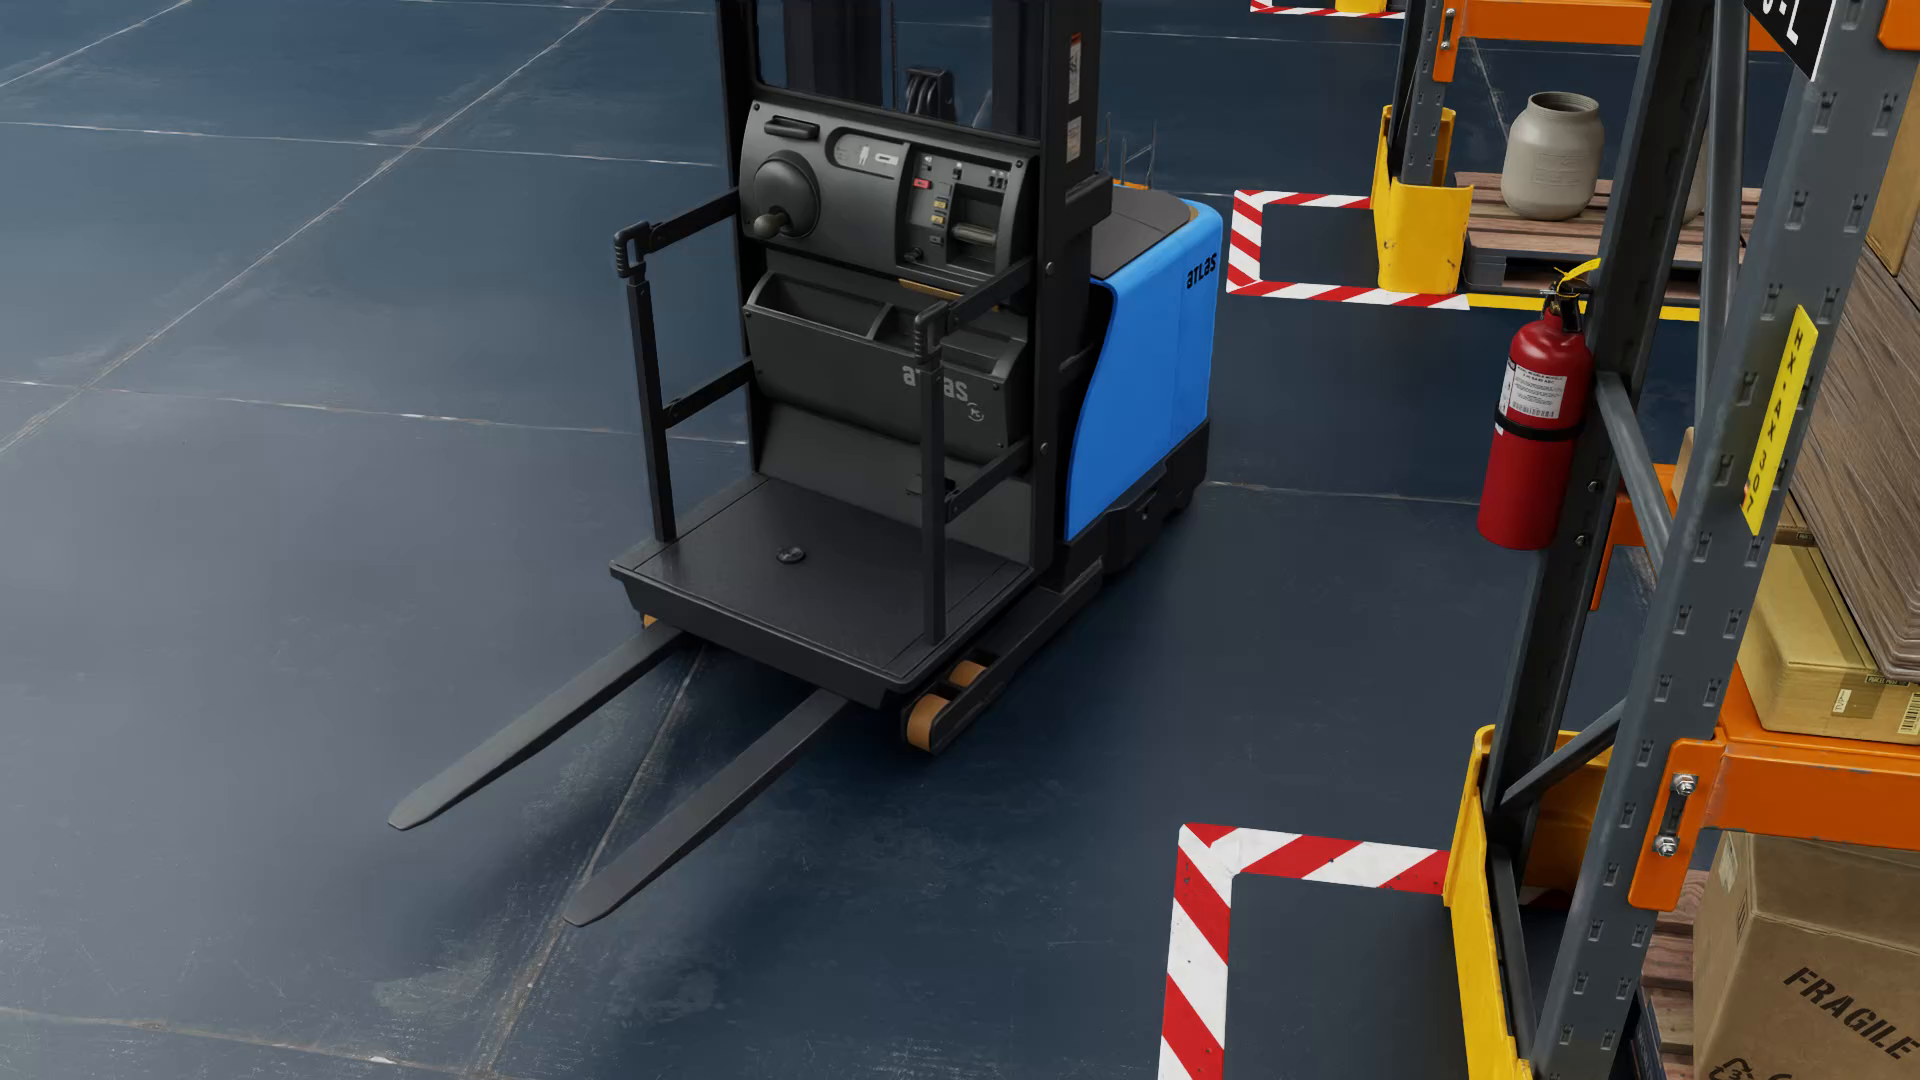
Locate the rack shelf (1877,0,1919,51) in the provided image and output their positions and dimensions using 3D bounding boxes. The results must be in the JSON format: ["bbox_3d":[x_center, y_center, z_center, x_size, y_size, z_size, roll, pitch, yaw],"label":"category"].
[{"bbox_3d":[3.229,-0.873,2.169,4.000,0.370,1.077,5,32,8],"label":"rack shelf"}]

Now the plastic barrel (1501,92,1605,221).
[{"bbox_3d":[2.753,-1.780,7.716,0.421,0.512,0.421,0,32,0],"label":"plastic barrel"}]

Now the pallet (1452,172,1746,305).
[{"bbox_3d":[2.974,-1.436,7.846,1.213,0.211,1.003,5,32,8],"label":"pallet"}]

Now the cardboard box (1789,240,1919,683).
[{"bbox_3d":[1.795,-0.190,2.852,0.500,0.500,0.875,5,32,8],"label":"cardboard box"}]

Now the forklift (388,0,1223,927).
[{"bbox_3d":[-0.341,-0.919,4.455,1.130,2.935,3.031,19,37,28],"label":"forklift"}]

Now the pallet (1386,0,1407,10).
[{"bbox_3d":[3.689,-4.038,12.002,1.213,0.211,1.003,5,32,8],"label":"pallet"}]

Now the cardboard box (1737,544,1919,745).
[{"bbox_3d":[1.499,0.171,2.886,0.250,0.149,0.380,5,32,8],"label":"cardboard box"}]

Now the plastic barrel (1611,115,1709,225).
[{"bbox_3d":[3.247,-1.736,7.645,0.421,0.512,0.421,0,32,0],"label":"plastic barrel"}]

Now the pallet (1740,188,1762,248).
[{"bbox_3d":[4.173,-1.326,7.670,1.213,0.211,1.003,5,32,8],"label":"pallet"}]

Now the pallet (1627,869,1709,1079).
[{"bbox_3d":[2.128,1.194,3.643,1.213,0.211,1.003,5,32,8],"label":"pallet"}]

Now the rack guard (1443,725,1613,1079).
[{"bbox_3d":[1.333,0.981,3.712,0.348,0.500,1.175,5,32,8],"label":"rack guard"}]

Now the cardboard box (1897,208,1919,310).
[{"bbox_3d":[1.754,-0.486,2.382,0.500,0.500,0.500,5,32,8],"label":"cardboard box"}]

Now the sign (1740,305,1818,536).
[{"bbox_3d":[1.167,-0.169,2.376,0.005,0.325,0.100,5,32,8],"label":"sign"}]

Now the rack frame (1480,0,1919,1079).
[{"bbox_3d":[1.258,-0.085,3.059,0.127,3.000,1.000,5,32,8],"label":"rack frame"}]

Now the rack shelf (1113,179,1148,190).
[{"bbox_3d":[0.544,-1.201,5.942,0.180,0.103,0.258,19,37,28],"label":"rack shelf"}]

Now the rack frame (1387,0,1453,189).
[{"bbox_3d":[2.091,-2.676,7.198,0.127,3.000,1.000,5,32,8],"label":"rack frame"}]

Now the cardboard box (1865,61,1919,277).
[{"bbox_3d":[1.842,-0.758,2.817,0.500,0.500,0.500,5,32,8],"label":"cardboard box"}]

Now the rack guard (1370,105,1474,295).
[{"bbox_3d":[2.174,-1.634,7.889,0.348,0.500,1.175,5,32,8],"label":"rack guard"}]

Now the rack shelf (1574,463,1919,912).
[{"bbox_3d":[3.229,0.398,2.965,4.000,0.370,1.077,5,32,8],"label":"rack shelf"}]

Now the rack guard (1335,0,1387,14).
[{"bbox_3d":[2.905,-4.209,12.003,0.348,0.500,1.175,5,32,8],"label":"rack guard"}]

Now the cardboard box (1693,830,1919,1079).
[{"bbox_3d":[1.871,0.861,3.508,0.500,0.500,0.500,11,34,17],"label":"cardboard box"}]

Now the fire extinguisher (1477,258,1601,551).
[{"bbox_3d":[1.223,-0.304,3.481,0.183,0.674,0.296,5,32,8],"label":"fire extinguisher"}]

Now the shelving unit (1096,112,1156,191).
[{"bbox_3d":[0.544,-0.933,6.109,0.189,1.200,0.258,19,37,28],"label":"shelving unit"}]

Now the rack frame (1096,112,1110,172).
[{"bbox_3d":[0.467,-0.960,6.151,0.006,1.200,0.240,19,37,28],"label":"rack frame"}]

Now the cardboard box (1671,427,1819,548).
[{"bbox_3d":[1.574,-0.061,3.258,0.250,0.149,0.380,5,32,8],"label":"cardboard box"}]

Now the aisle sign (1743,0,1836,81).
[{"bbox_3d":[1.146,-1.036,2.128,0.004,0.787,0.394,5,32,8],"label":"aisle sign"}]

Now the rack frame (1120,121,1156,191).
[{"bbox_3d":[0.620,-0.907,6.067,0.006,1.200,0.240,19,37,28],"label":"rack frame"}]

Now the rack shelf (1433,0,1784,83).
[{"bbox_3d":[4.063,-2.192,7.103,4.000,0.370,1.077,5,32,8],"label":"rack shelf"}]
